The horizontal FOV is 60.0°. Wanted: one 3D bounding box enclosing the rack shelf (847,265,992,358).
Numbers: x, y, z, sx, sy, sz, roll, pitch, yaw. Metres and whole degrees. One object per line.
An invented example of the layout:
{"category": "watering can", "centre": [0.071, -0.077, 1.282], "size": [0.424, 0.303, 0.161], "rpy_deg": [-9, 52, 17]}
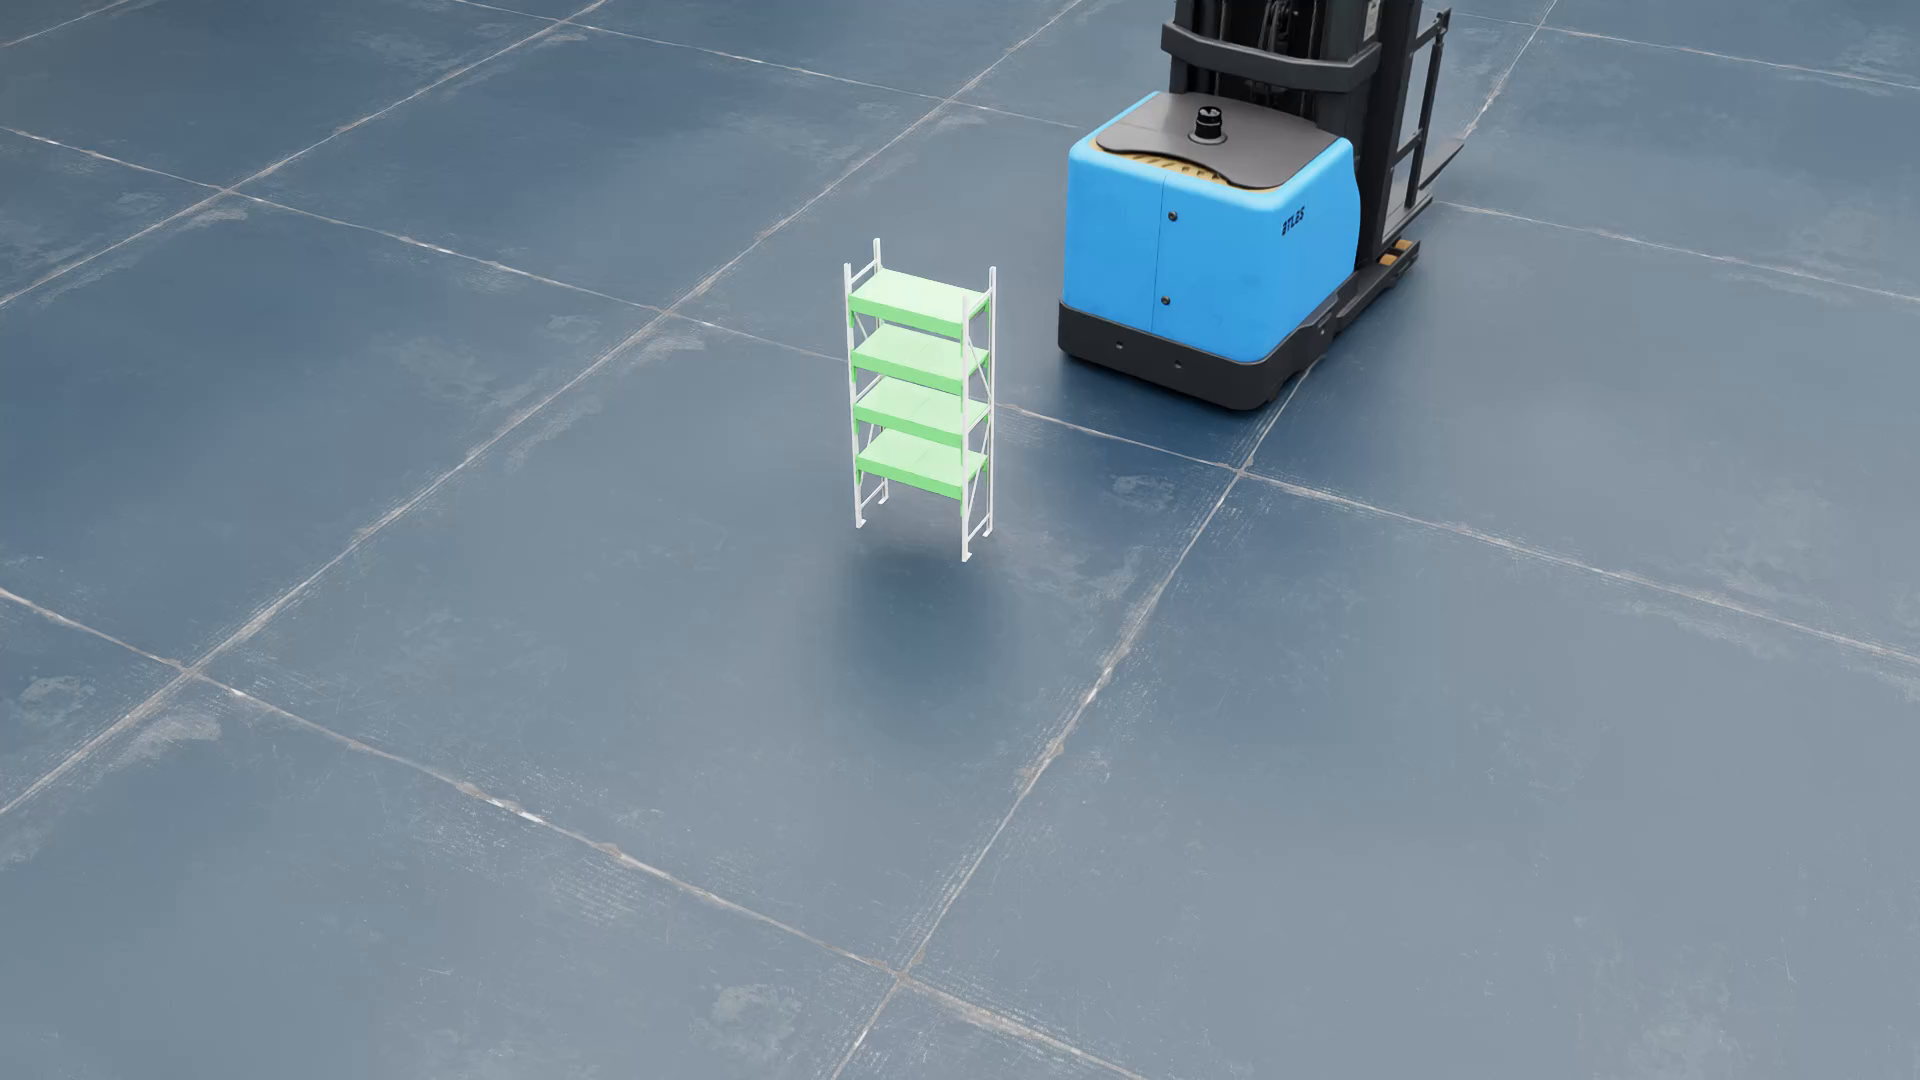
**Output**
{"category": "rack shelf", "centre": [-0.147, -0.855, 6.196], "size": [0.480, 0.148, 0.258], "rpy_deg": [17, 41, 21]}

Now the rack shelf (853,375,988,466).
{"category": "rack shelf", "centre": [-0.147, -0.473, 6.487], "size": [0.480, 0.148, 0.258], "rpy_deg": [17, 41, 21]}

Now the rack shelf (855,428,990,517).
{"category": "rack shelf", "centre": [-0.147, -0.282, 6.632], "size": [0.480, 0.148, 0.258], "rpy_deg": [17, 41, 21]}

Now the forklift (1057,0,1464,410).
{"category": "forklift", "centre": [1.706, -2.596, 7.746], "size": [1.130, 2.935, 3.031], "rpy_deg": [22, 43, 27]}

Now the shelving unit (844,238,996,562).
{"category": "shelving unit", "centre": [-0.147, -0.524, 6.448], "size": [0.503, 1.200, 0.258], "rpy_deg": [17, 41, 21]}

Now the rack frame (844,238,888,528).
{"category": "rack frame", "centre": [-0.364, -0.592, 6.537], "size": [0.015, 1.200, 0.240], "rpy_deg": [17, 41, 21]}

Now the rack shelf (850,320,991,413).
{"category": "rack shelf", "centre": [-0.147, -0.664, 6.341], "size": [0.480, 0.148, 0.258], "rpy_deg": [17, 41, 21]}

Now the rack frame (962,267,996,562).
{"category": "rack frame", "centre": [0.070, -0.456, 6.358], "size": [0.015, 1.200, 0.240], "rpy_deg": [17, 41, 21]}
